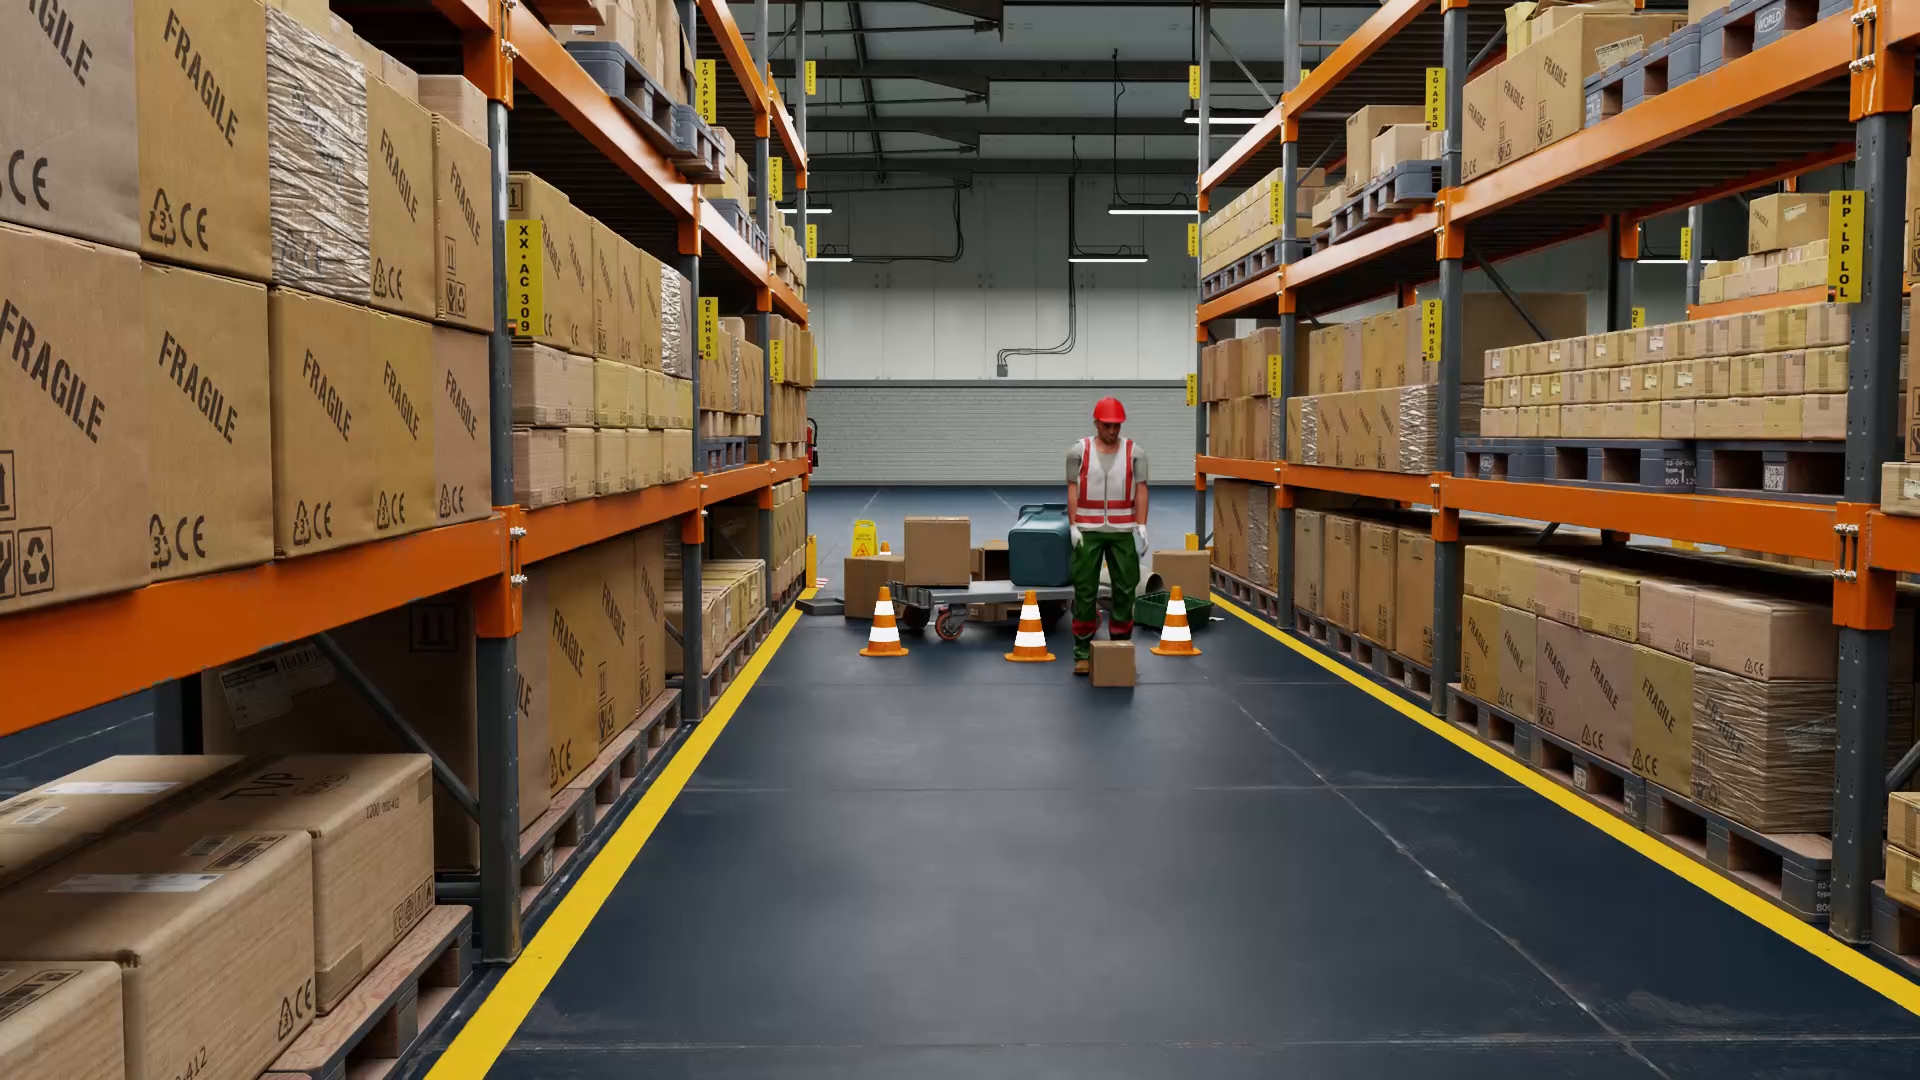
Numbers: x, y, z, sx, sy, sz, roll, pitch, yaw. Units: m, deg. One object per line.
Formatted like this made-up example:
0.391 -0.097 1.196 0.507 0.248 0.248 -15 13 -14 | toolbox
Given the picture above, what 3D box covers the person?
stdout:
0.942 -0.032 10.604 0.531 1.770 0.377 0 4 0 | person
